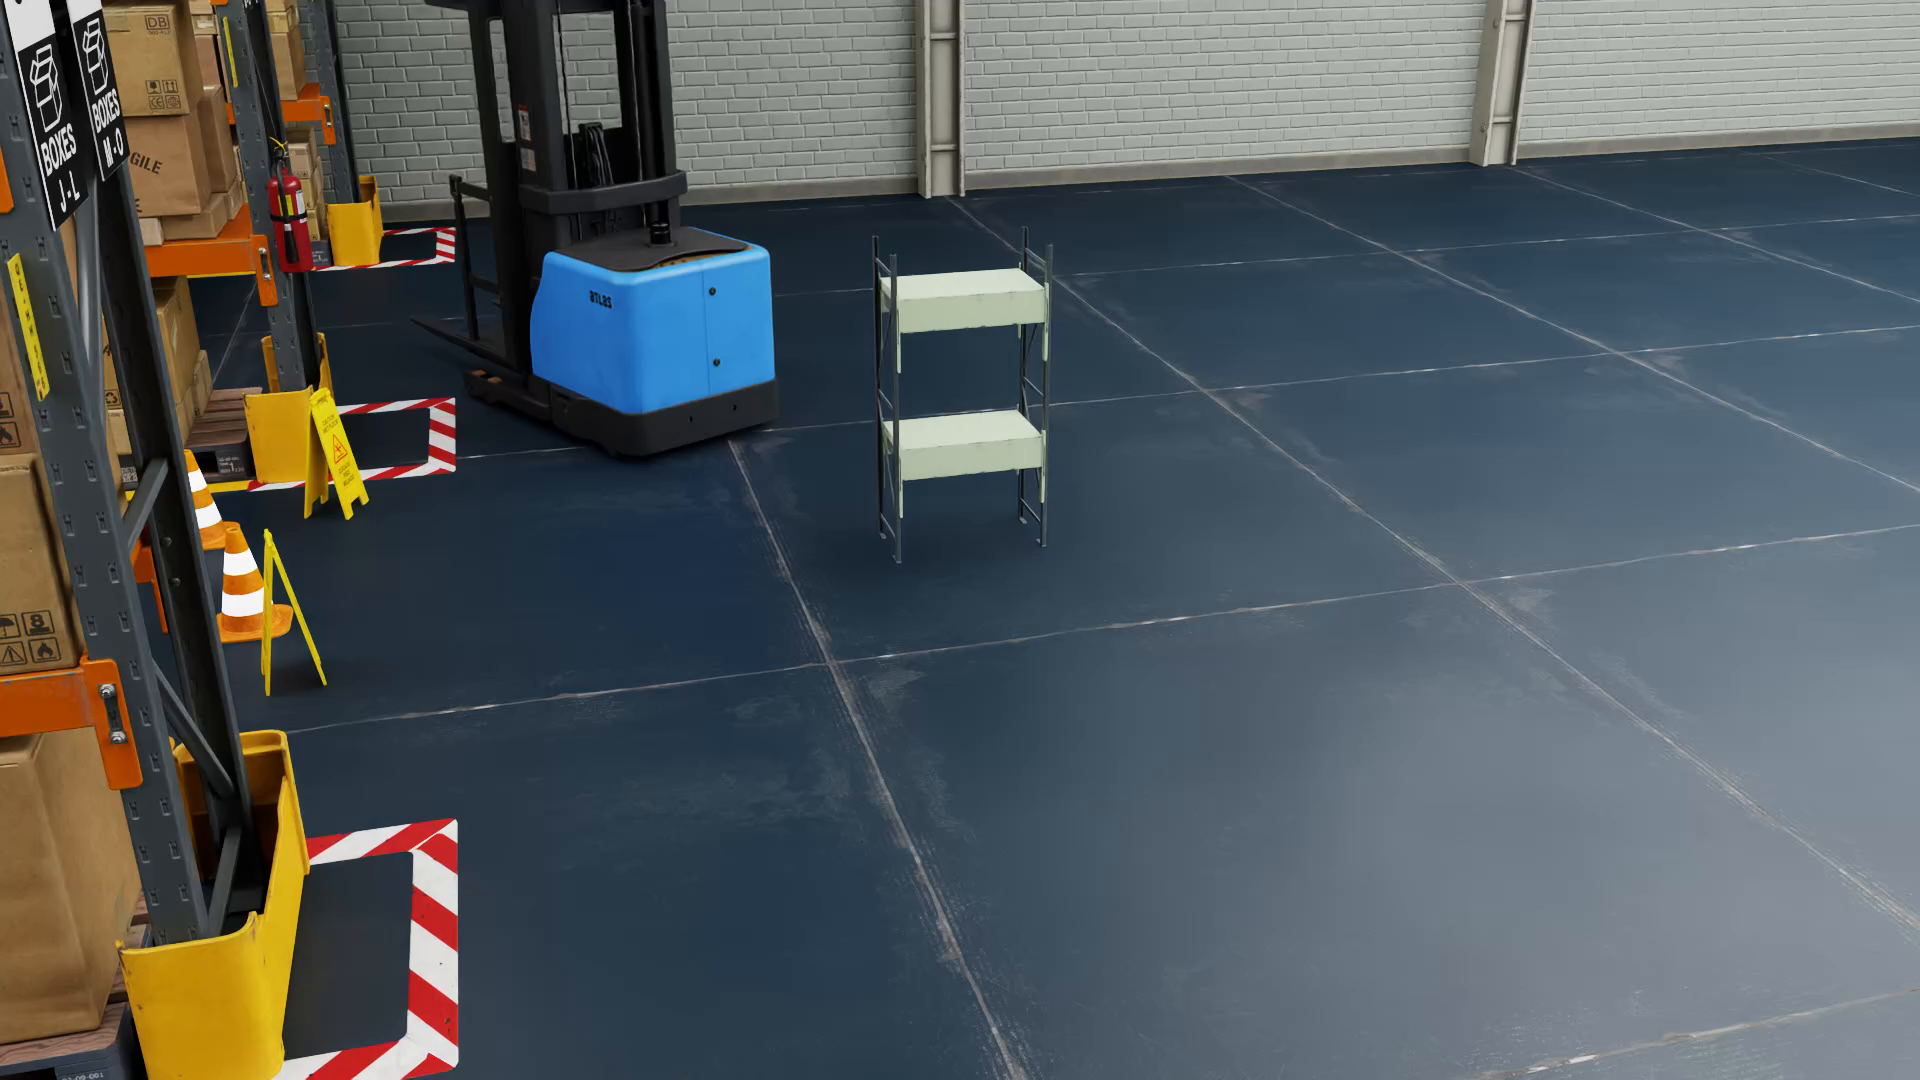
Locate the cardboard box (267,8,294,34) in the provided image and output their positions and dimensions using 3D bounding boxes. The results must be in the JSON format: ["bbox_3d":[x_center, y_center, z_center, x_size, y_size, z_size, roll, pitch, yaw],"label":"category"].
[{"bbox_3d":[-5.303,-4.006,12.833,0.250,0.149,0.380,-6,24,-14],"label":"cardboard box"}]

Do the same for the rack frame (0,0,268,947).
[{"bbox_3d":[-2.266,-0.053,4.569,0.127,3.000,1.000,-6,24,-14],"label":"rack frame"}]

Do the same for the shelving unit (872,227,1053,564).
[{"bbox_3d":[0.006,-0.690,7.956,0.755,1.500,0.431,-6,24,-14],"label":"shelving unit"}]

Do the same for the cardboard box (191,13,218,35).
[{"bbox_3d":[-5.807,-3.963,12.733,0.250,0.149,0.380,-6,24,-13],"label":"cardboard box"}]

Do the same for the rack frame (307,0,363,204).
[{"bbox_3d":[-5.045,-3.806,13.315,0.127,3.000,1.000,-6,24,-14],"label":"rack frame"}]

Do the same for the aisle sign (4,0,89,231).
[{"bbox_3d":[-2.116,-1.141,3.809,0.004,0.787,0.394,-6,24,-14],"label":"aisle sign"}]

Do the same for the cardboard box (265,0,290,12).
[{"bbox_3d":[-5.332,-4.168,12.833,0.250,0.149,0.380,-6,24,-14],"label":"cardboard box"}]

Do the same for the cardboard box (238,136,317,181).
[{"bbox_3d":[-5.404,-3.027,13.187,0.500,0.250,0.500,-5,24,-13],"label":"cardboard box"}]

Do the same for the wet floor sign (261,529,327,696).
[{"bbox_3d":[-2.773,0.274,6.793,0.232,0.644,0.267,-11,25,-23],"label":"wet floor sign"}]

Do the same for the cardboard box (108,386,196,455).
[{"bbox_3d":[-4.429,-0.660,8.939,0.500,0.250,0.500,-6,24,-15],"label":"cardboard box"}]

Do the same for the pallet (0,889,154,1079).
[{"bbox_3d":[-3.014,1.343,4.851,1.213,0.211,1.003,-6,24,-14],"label":"pallet"}]

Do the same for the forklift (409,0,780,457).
[{"bbox_3d":[-2.433,-2.300,9.894,1.130,2.935,3.031,-20,30,-39],"label":"forklift"}]

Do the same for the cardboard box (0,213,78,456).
[{"bbox_3d":[-2.633,-0.593,4.269,0.550,0.550,0.875,-6,24,-14],"label":"cardboard box"}]

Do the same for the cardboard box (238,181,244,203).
[{"bbox_3d":[-5.915,-2.745,13.163,0.500,0.250,0.500,-7,24,-15],"label":"cardboard box"}]

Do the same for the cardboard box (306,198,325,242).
[{"bbox_3d":[-5.412,-2.565,13.378,0.500,0.250,0.500,-6,24,-14],"label":"cardboard box"}]

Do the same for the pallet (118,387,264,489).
[{"bbox_3d":[-4.565,-0.559,9.285,1.213,0.211,1.003,-6,24,-14],"label":"pallet"}]

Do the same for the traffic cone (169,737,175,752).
[{"bbox_3d":[-3.161,0.630,6.194,0.334,0.463,0.336,-6,24,-14],"label":"traffic cone"}]

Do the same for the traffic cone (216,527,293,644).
[{"bbox_3d":[-3.138,0.165,7.278,0.334,0.463,0.336,-6,24,-14],"label":"traffic cone"}]

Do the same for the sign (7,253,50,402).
[{"bbox_3d":[-2.133,-0.486,3.811,0.005,0.325,0.100,-6,24,-14],"label":"sign"}]

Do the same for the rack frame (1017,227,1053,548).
[{"bbox_3d":[0.359,-0.729,8.047,0.023,1.500,0.400,-6,24,-14],"label":"rack frame"}]

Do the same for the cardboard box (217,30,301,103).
[{"bbox_3d":[-5.447,-3.699,12.941,0.500,0.500,0.500,-7,24,-16],"label":"cardboard box"}]

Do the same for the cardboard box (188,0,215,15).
[{"bbox_3d":[-5.806,-4.092,12.656,0.250,0.149,0.380,-6,24,-13],"label":"cardboard box"}]

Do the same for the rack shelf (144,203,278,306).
[{"bbox_3d":[-5.626,-1.378,8.569,4.000,0.370,1.077,-6,24,-14],"label":"rack shelf"}]

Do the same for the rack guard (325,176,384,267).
[{"bbox_3d":[-5.021,-2.659,13.814,0.348,0.500,1.175,-6,24,-14],"label":"rack guard"}]

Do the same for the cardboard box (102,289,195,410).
[{"bbox_3d":[-4.401,-1.011,8.806,0.500,0.500,0.500,-6,24,-14],"label":"cardboard box"}]

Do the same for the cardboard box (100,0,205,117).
[{"bbox_3d":[-4.133,-2.426,8.328,0.500,0.500,0.700,-7,24,-16],"label":"cardboard box"}]

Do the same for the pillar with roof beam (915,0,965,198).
[{"bbox_3d":[0.981,-5.835,10.437,0.400,9.000,9.100,-6,24,-14],"label":"pillar with roof beam"}]

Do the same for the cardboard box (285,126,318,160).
[{"bbox_3d":[-5.558,-3.215,13.625,0.500,0.250,0.500,-7,24,-15],"label":"cardboard box"}]

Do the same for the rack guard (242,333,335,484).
[{"bbox_3d":[-3.773,-0.765,9.398,0.348,0.500,1.175,-6,24,-14],"label":"rack guard"}]

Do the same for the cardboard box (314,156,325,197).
[{"bbox_3d":[-5.553,-2.993,13.743,0.500,0.250,0.500,-6,24,-13],"label":"cardboard box"}]

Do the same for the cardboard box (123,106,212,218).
[{"bbox_3d":[-4.148,-1.942,8.467,0.500,0.500,0.500,-7,24,-15],"label":"cardboard box"}]

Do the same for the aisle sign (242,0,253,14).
[{"bbox_3d":[-3.562,-3.013,8.170,0.004,0.787,0.394,-6,24,-14],"label":"aisle sign"}]

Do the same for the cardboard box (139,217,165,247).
[{"bbox_3d":[-4.216,-1.616,8.530,0.250,0.149,0.380,-7,24,-15],"label":"cardboard box"}]

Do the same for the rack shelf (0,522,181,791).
[{"bbox_3d":[-4.191,0.491,4.215,4.000,0.370,1.077,-6,24,-14],"label":"rack shelf"}]

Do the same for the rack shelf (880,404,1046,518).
[{"bbox_3d":[0.006,-0.390,8.084,0.720,0.370,0.431,-6,24,-14],"label":"rack shelf"}]

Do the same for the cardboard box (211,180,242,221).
[{"bbox_3d":[-4.083,-1.848,9.072,0.250,0.149,0.380,-6,24,-14],"label":"cardboard box"}]
